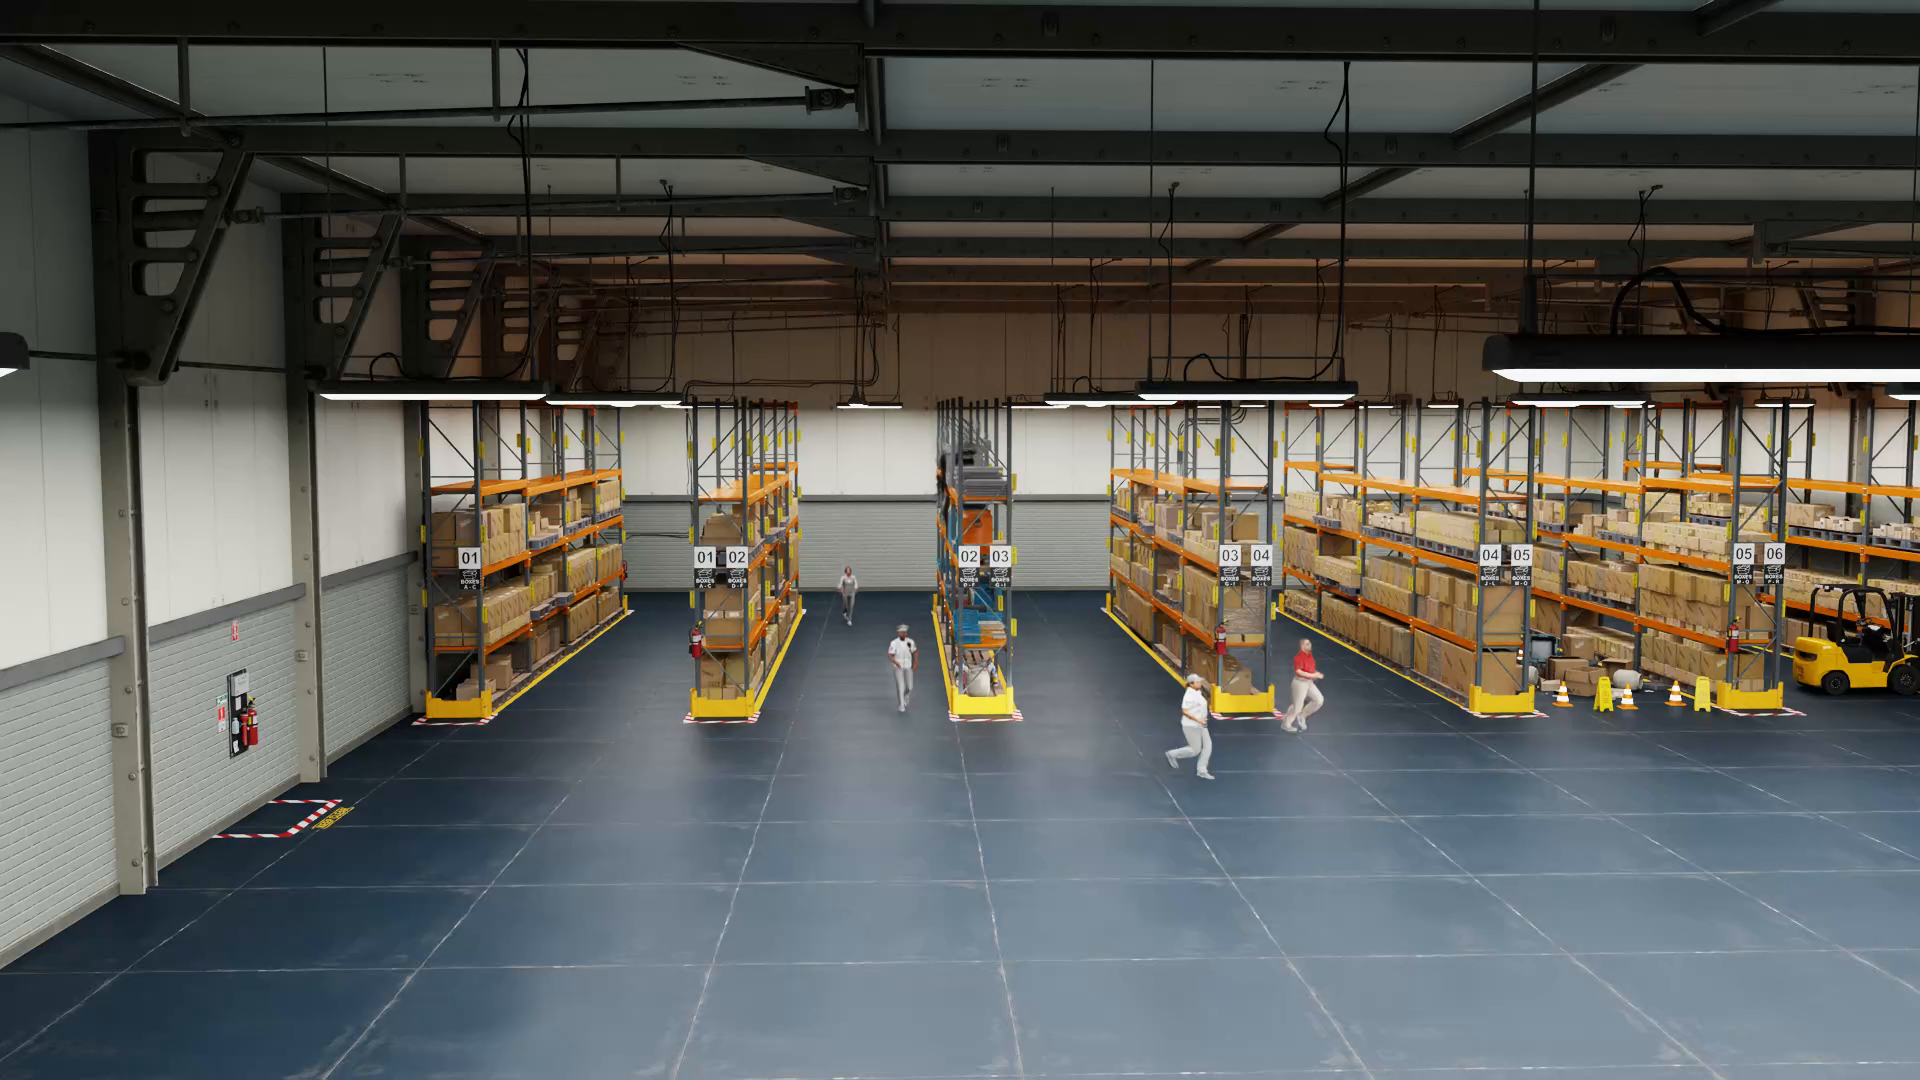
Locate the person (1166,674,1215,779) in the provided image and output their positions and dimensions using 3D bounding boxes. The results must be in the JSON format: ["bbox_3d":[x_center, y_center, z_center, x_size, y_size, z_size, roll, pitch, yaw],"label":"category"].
[{"bbox_3d":[3.630,2.913,26.042,0.764,1.651,0.616,2,5,25],"label":"person"}]

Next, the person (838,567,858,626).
[{"bbox_3d":[-3.003,1.499,44.717,0.542,1.574,0.694,-1,5,-13],"label":"person"}]

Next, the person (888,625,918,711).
[{"bbox_3d":[-1.074,2.440,31.832,0.604,1.658,0.545,-1,5,-13],"label":"person"}]

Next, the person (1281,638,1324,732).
[{"bbox_3d":[6.146,2.578,29.590,0.815,1.679,0.688,4,6,41],"label":"person"}]
